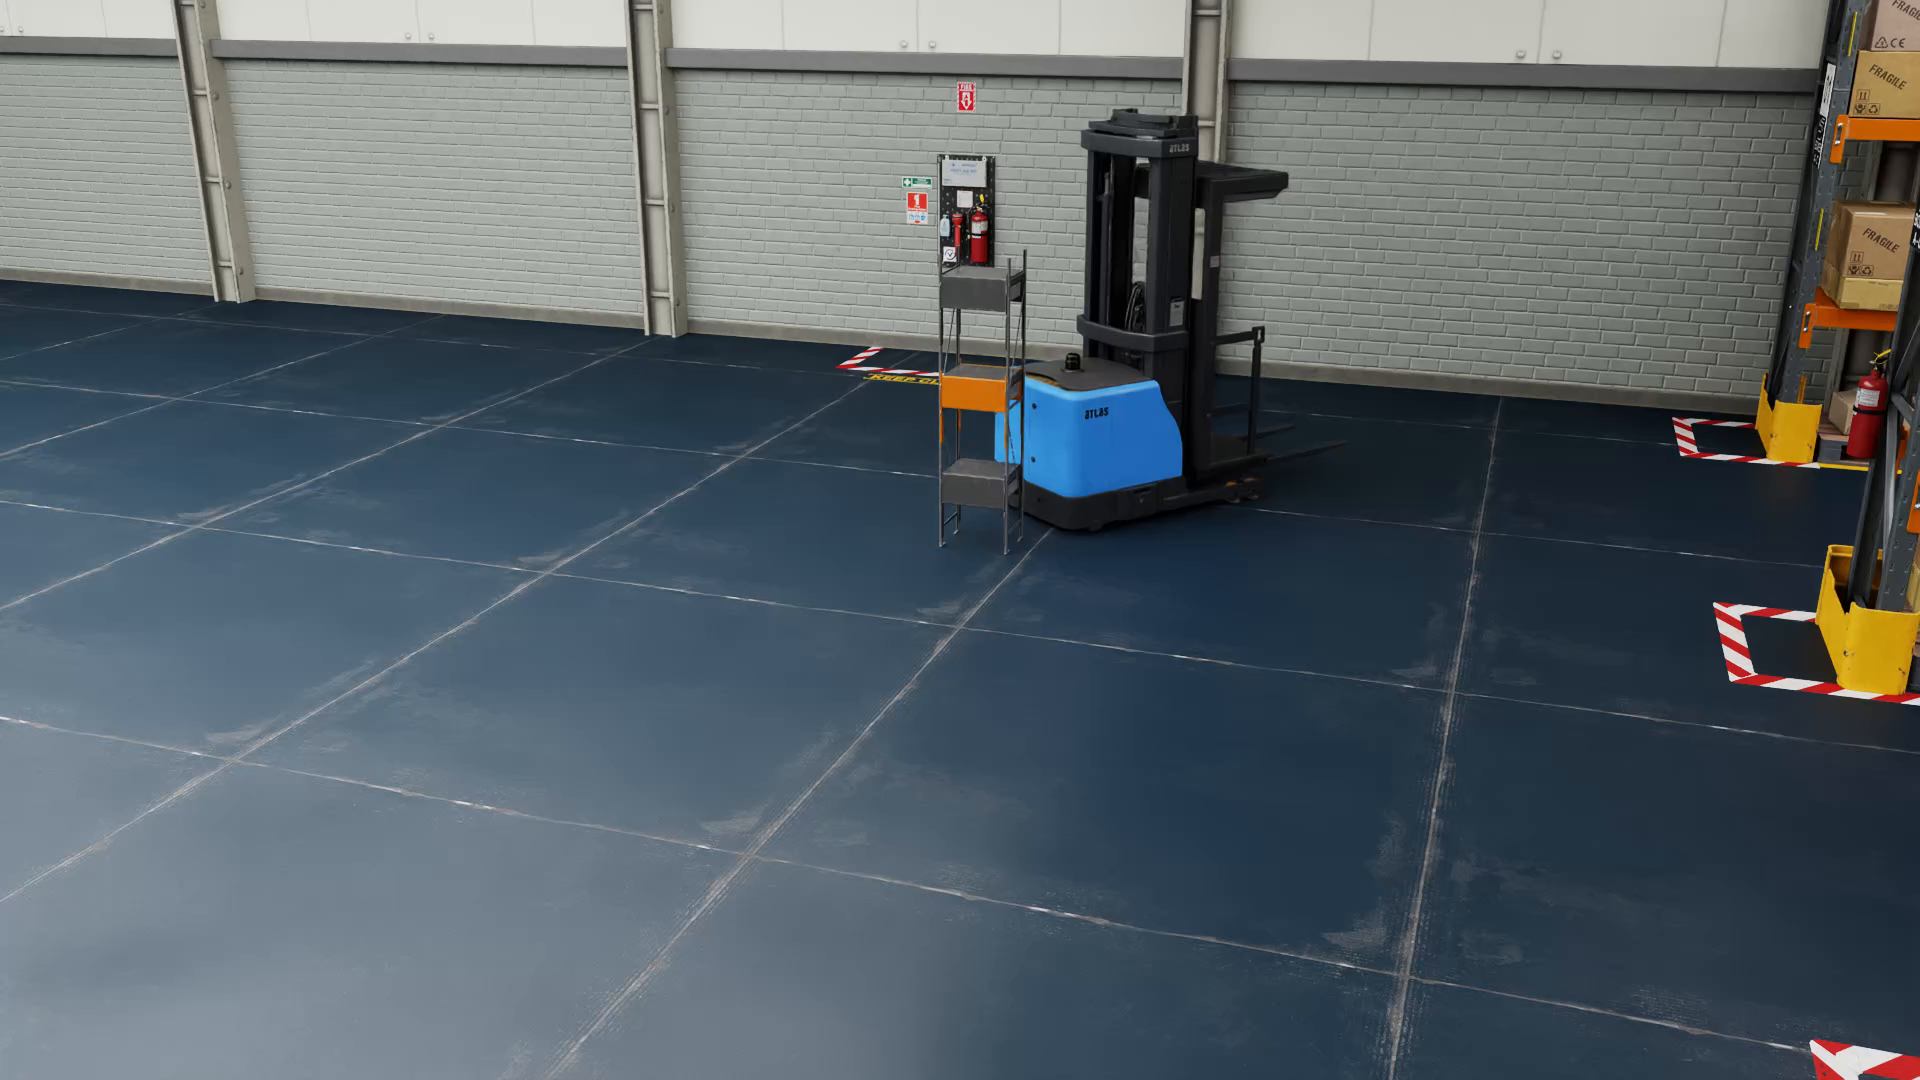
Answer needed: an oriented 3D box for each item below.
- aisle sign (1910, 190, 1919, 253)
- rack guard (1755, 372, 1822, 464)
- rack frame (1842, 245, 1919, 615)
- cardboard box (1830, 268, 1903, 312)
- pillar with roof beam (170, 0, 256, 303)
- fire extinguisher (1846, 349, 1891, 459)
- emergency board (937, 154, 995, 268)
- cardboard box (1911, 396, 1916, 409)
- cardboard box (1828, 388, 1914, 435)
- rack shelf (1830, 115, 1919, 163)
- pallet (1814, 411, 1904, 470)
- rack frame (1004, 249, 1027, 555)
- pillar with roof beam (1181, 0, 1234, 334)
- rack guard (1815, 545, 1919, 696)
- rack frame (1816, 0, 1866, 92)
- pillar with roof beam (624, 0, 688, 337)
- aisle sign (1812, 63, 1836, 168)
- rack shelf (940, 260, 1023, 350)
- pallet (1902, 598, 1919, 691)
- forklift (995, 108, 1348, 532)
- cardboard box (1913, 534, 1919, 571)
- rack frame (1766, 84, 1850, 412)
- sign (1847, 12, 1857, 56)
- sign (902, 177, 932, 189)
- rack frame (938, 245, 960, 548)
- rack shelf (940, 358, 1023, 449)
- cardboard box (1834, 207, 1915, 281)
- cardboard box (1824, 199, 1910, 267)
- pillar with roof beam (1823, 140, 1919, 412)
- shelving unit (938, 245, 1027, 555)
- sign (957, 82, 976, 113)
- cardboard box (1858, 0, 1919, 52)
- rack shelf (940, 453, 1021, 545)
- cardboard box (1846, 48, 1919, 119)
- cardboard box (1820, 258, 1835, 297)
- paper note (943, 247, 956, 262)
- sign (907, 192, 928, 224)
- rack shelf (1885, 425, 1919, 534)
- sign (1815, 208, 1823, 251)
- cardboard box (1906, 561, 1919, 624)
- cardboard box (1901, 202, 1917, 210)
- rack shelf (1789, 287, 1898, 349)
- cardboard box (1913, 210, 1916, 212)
[{"bbox_3d":[5.496,-2.042,9.429,0.004,0.787,0.394,7,20,18],"label":"aisle sign"},{"bbox_3d":[7.155,-1.069,14.382,0.348,0.500,1.175,7,20,18],"label":"rack guard"},{"bbox_3d":[5.461,-0.716,9.574,0.127,3.000,1.000,7,20,18],"label":"rack frame"},{"bbox_3d":[7.440,-2.044,13.581,0.500,0.250,0.500,6,20,16],"label":"cardboard box"},{"bbox_3d":[-10.387,-5.889,15.299,0.400,9.000,9.100,7,20,18],"label":"pillar with roof beam"},{"bbox_3d":[5.502,-0.837,10.038,0.183,0.674,0.296,7,20,18],"label":"fire extinguisher"},{"bbox_3d":[0.039,-3.377,17.208,0.643,1.169,0.194,7,20,18],"label":"emergency board"},{"bbox_3d":[8.246,-1.031,13.893,0.500,0.311,0.500,8,21,23],"label":"cardboard box"},{"bbox_3d":[7.707,-1.092,14.070,0.500,0.311,0.500,4,20,12],"label":"cardboard box"},{"bbox_3d":[8.973,-3.118,12.999,4.000,0.370,1.077,7,20,18],"label":"rack shelf"},{"bbox_3d":[7.911,-0.833,14.146,1.213,0.211,1.003,7,20,18],"label":"pallet"},{"bbox_3d":[0.387,-0.947,11.604,0.015,2.100,0.400,7,20,18],"label":"rack frame"},{"bbox_3d":[0.948,-4.593,11.581,0.400,9.000,9.100,7,20,18],"label":"pillar with roof beam"},{"bbox_3d":[5.439,0.461,9.993,0.348,0.500,1.175,7,20,18],"label":"rack guard"},{"bbox_3d":[7.083,-5.090,13.007,0.127,3.000,1.000,7,20,18],"label":"rack frame"},{"bbox_3d":[-4.720,-5.241,13.440,0.400,9.000,9.100,7,20,18],"label":"pillar with roof beam"},{"bbox_3d":[6.917,-3.399,13.321,0.004,0.787,0.394,7,20,18],"label":"aisle sign"},{"bbox_3d":[0.156,-1.622,11.453,0.480,0.518,0.431,7,20,18],"label":"rack shelf"},{"bbox_3d":[6.197,0.670,9.834,1.213,0.211,1.003,7,20,18],"label":"pallet"},{"bbox_3d":[1.762,-1.797,12.780,3.031,2.935,1.130,-12,23,-32],"label":"forklift"},{"bbox_3d":[6.065,-0.005,9.934,0.500,0.500,0.500,7,20,18],"label":"cardboard box"},{"bbox_3d":[7.083,-2.257,13.994,0.127,3.000,1.000,7,20,18],"label":"rack frame"},{"bbox_3d":[6.905,-3.917,12.873,0.005,0.325,0.100,7,20,18],"label":"sign"},{"bbox_3d":[-0.448,-3.733,17.369,0.331,0.109,0.001,7,20,18],"label":"sign"},{"bbox_3d":[-0.074,-1.000,11.755,0.015,2.100,0.400,7,20,18],"label":"rack frame"},{"bbox_3d":[0.156,-0.961,11.684,0.480,0.518,0.431,7,20,18],"label":"rack shelf"},{"bbox_3d":[7.436,-2.405,13.476,0.500,0.500,0.500,7,20,18],"label":"cardboard box"},{"bbox_3d":[7.598,-2.565,13.936,0.500,0.500,0.500,6,20,17],"label":"cardboard box"},{"bbox_3d":[6.616,-3.945,9.721,0.400,9.000,9.100,7,20,18],"label":"pillar with roof beam"},{"bbox_3d":[0.156,-0.974,11.679,0.503,2.100,0.431,7,20,18],"label":"shelving unit"},{"bbox_3d":[0.064,-4.504,16.918,0.199,0.298,0.001,7,20,18],"label":"sign"},{"bbox_3d":[7.368,-4.085,12.980,0.500,0.500,0.500,5,20,14],"label":"cardboard box"},{"bbox_3d":[0.156,-0.300,11.914,0.480,0.518,0.431,7,20,18],"label":"rack shelf"},{"bbox_3d":[7.317,-3.616,13.154,0.500,0.500,0.500,7,20,19],"label":"cardboard box"},{"bbox_3d":[7.589,-2.205,14.044,0.500,0.250,0.500,7,20,19],"label":"cardboard box"},{"bbox_3d":[-0.106,-3.002,17.469,0.142,0.148,0.016,7,20,18],"label":"paper note"},{"bbox_3d":[-0.450,-3.486,17.465,0.234,0.329,0.001,7,20,18],"label":"sign"},{"bbox_3d":[7.350,-0.161,9.073,4.000,0.370,1.077,7,20,18],"label":"rack shelf"},{"bbox_3d":[6.905,-2.497,13.368,0.005,0.325,0.100,7,20,18],"label":"sign"},{"bbox_3d":[6.065,0.350,10.055,0.500,0.250,0.500,7,20,18],"label":"cardboard box"},{"bbox_3d":[8.071,-2.508,13.771,0.500,0.500,0.500,7,20,19],"label":"cardboard box"},{"bbox_3d":[8.973,-1.701,13.493,4.000,0.370,1.077,7,20,18],"label":"rack shelf"},{"bbox_3d":[7.899,-2.348,13.314,0.500,0.500,0.500,7,20,18],"label":"cardboard box"}]
